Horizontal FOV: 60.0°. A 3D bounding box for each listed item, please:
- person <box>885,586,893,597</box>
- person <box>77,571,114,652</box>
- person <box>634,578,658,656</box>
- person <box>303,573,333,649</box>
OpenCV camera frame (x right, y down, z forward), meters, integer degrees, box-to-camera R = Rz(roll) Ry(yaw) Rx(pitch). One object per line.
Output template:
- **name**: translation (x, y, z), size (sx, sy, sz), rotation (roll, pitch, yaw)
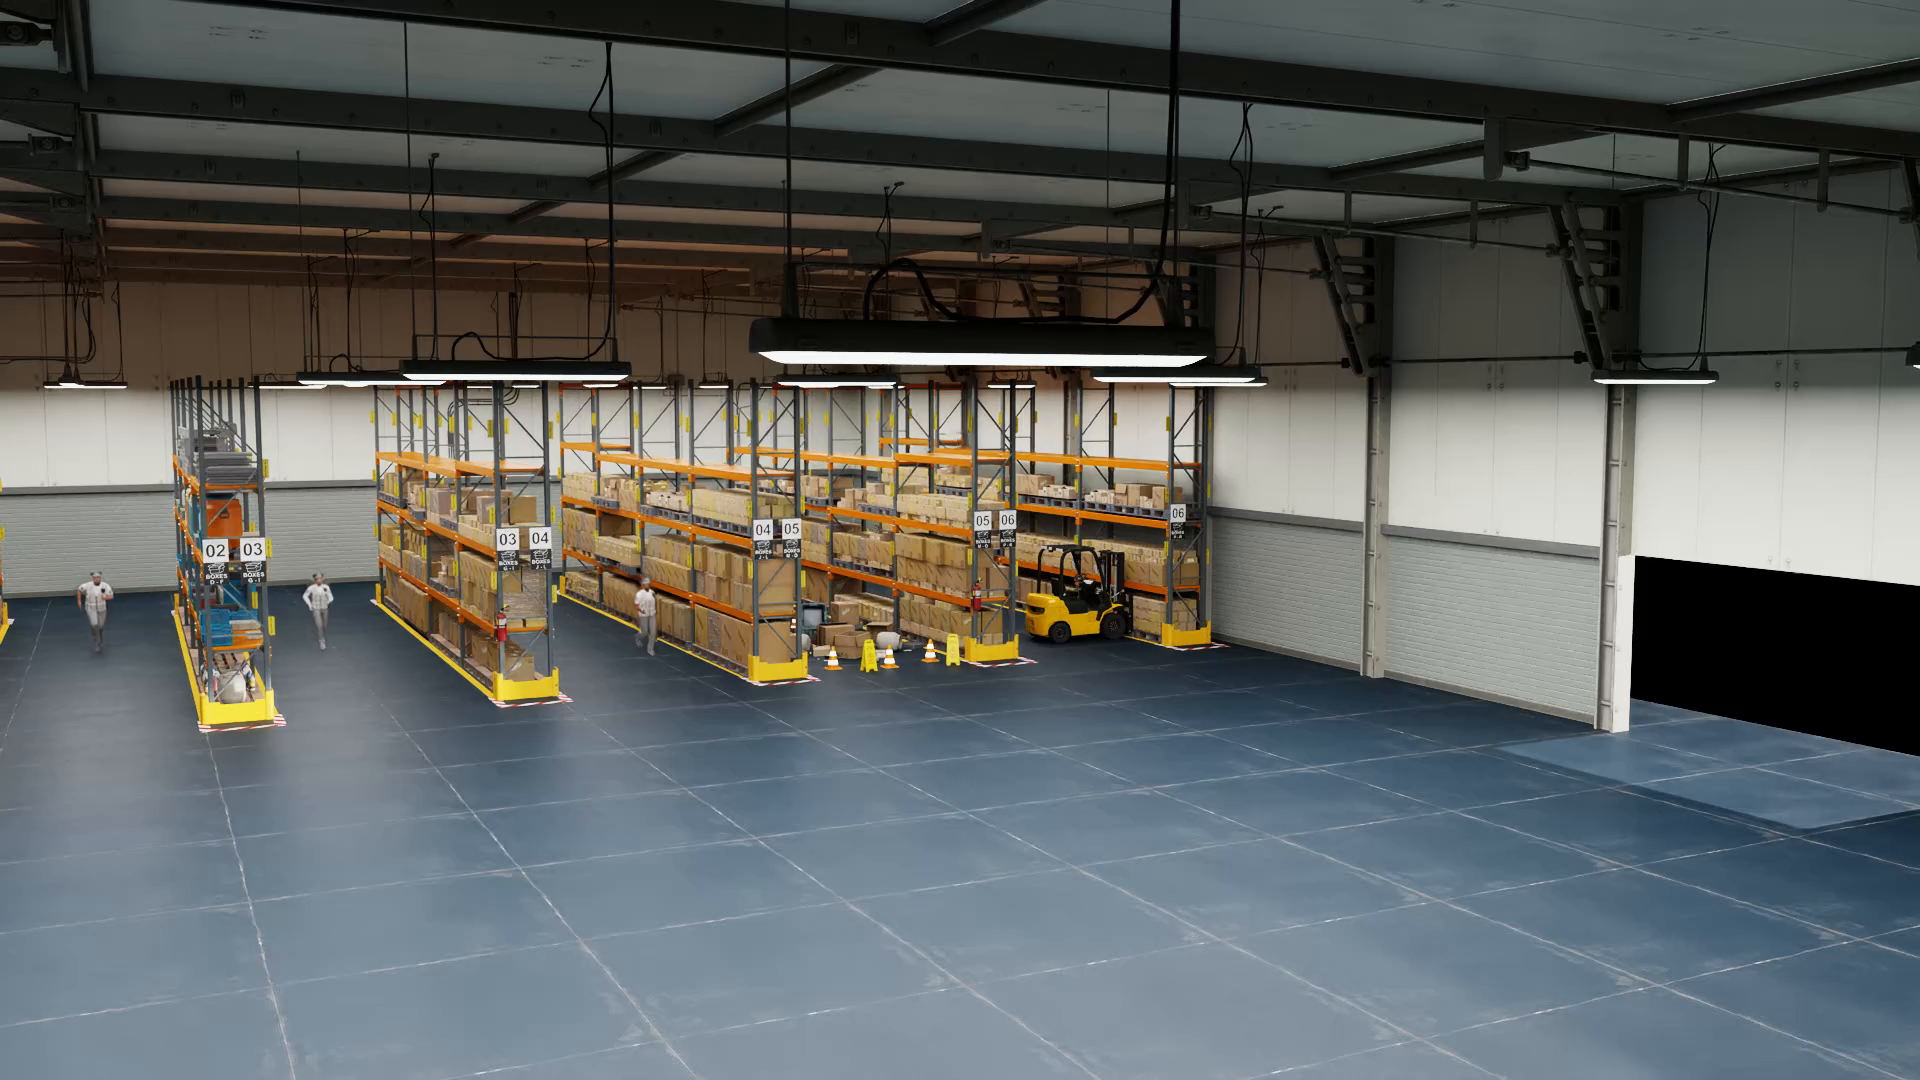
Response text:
- **person**: translation (-1.900, 0.664, 44.852), size (0.626, 1.729, 0.634), rotation (-2, 6, -26)
- **person**: translation (-19.140, 1.580, 36.855), size (0.687, 1.827, 0.860), rotation (-3, 6, -33)
- **person**: translation (-6.874, 1.660, 36.475), size (0.578, 1.691, 0.791), rotation (-3, 6, -34)
- **person**: translation (-14.380, 1.567, 37.324), size (0.620, 1.700, 0.753), rotation (-3, 6, -33)
